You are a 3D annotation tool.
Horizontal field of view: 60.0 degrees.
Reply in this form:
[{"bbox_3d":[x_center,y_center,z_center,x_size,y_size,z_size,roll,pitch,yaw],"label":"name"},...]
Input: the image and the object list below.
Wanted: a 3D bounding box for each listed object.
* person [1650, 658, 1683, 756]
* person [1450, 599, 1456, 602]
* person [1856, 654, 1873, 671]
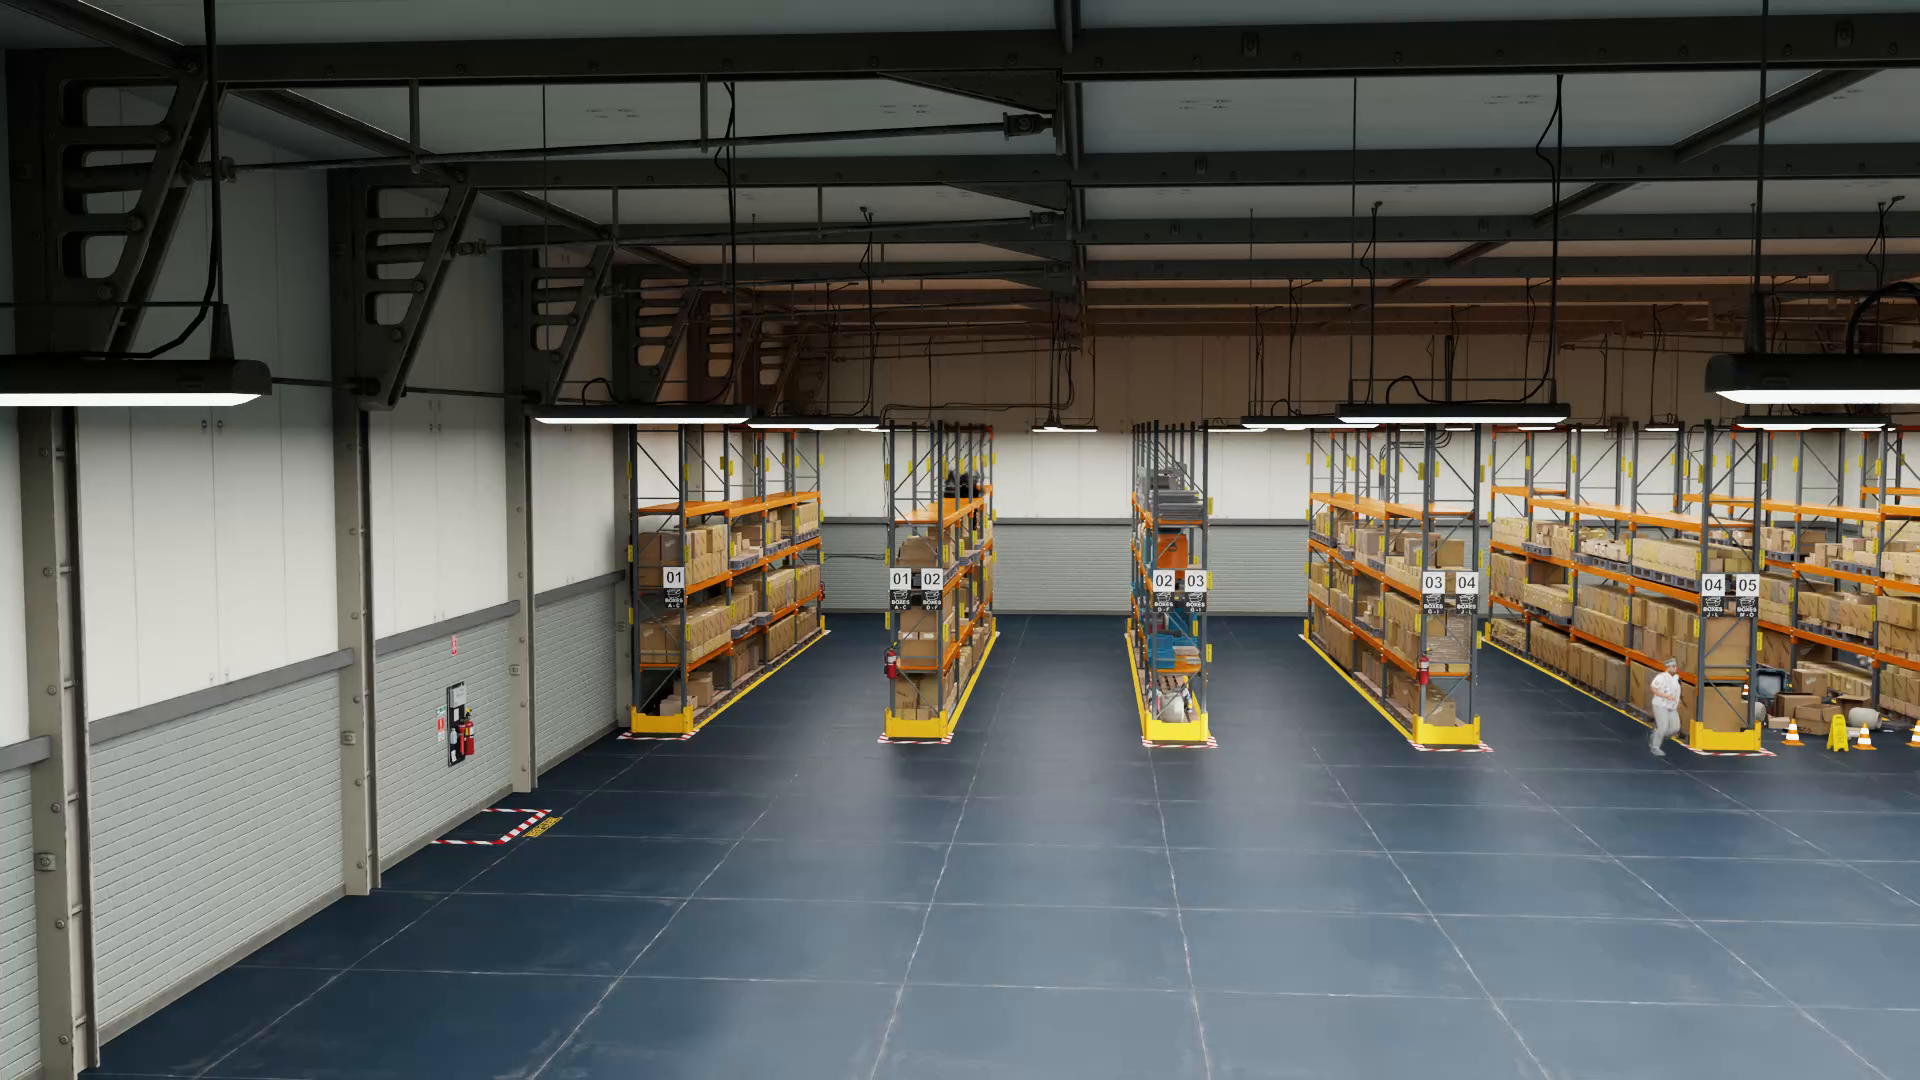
[{"bbox_3d":[12.707,2.983,29.819,0.683,1.736,0.616,-1,4,-22],"label":"person"},{"bbox_3d":[14.029,1.904,46.837,0.956,1.690,0.723,-2,4,-34],"label":"person"},{"bbox_3d":[21.616,2.328,39.697,0.695,1.783,0.667,0,4,5],"label":"person"}]
